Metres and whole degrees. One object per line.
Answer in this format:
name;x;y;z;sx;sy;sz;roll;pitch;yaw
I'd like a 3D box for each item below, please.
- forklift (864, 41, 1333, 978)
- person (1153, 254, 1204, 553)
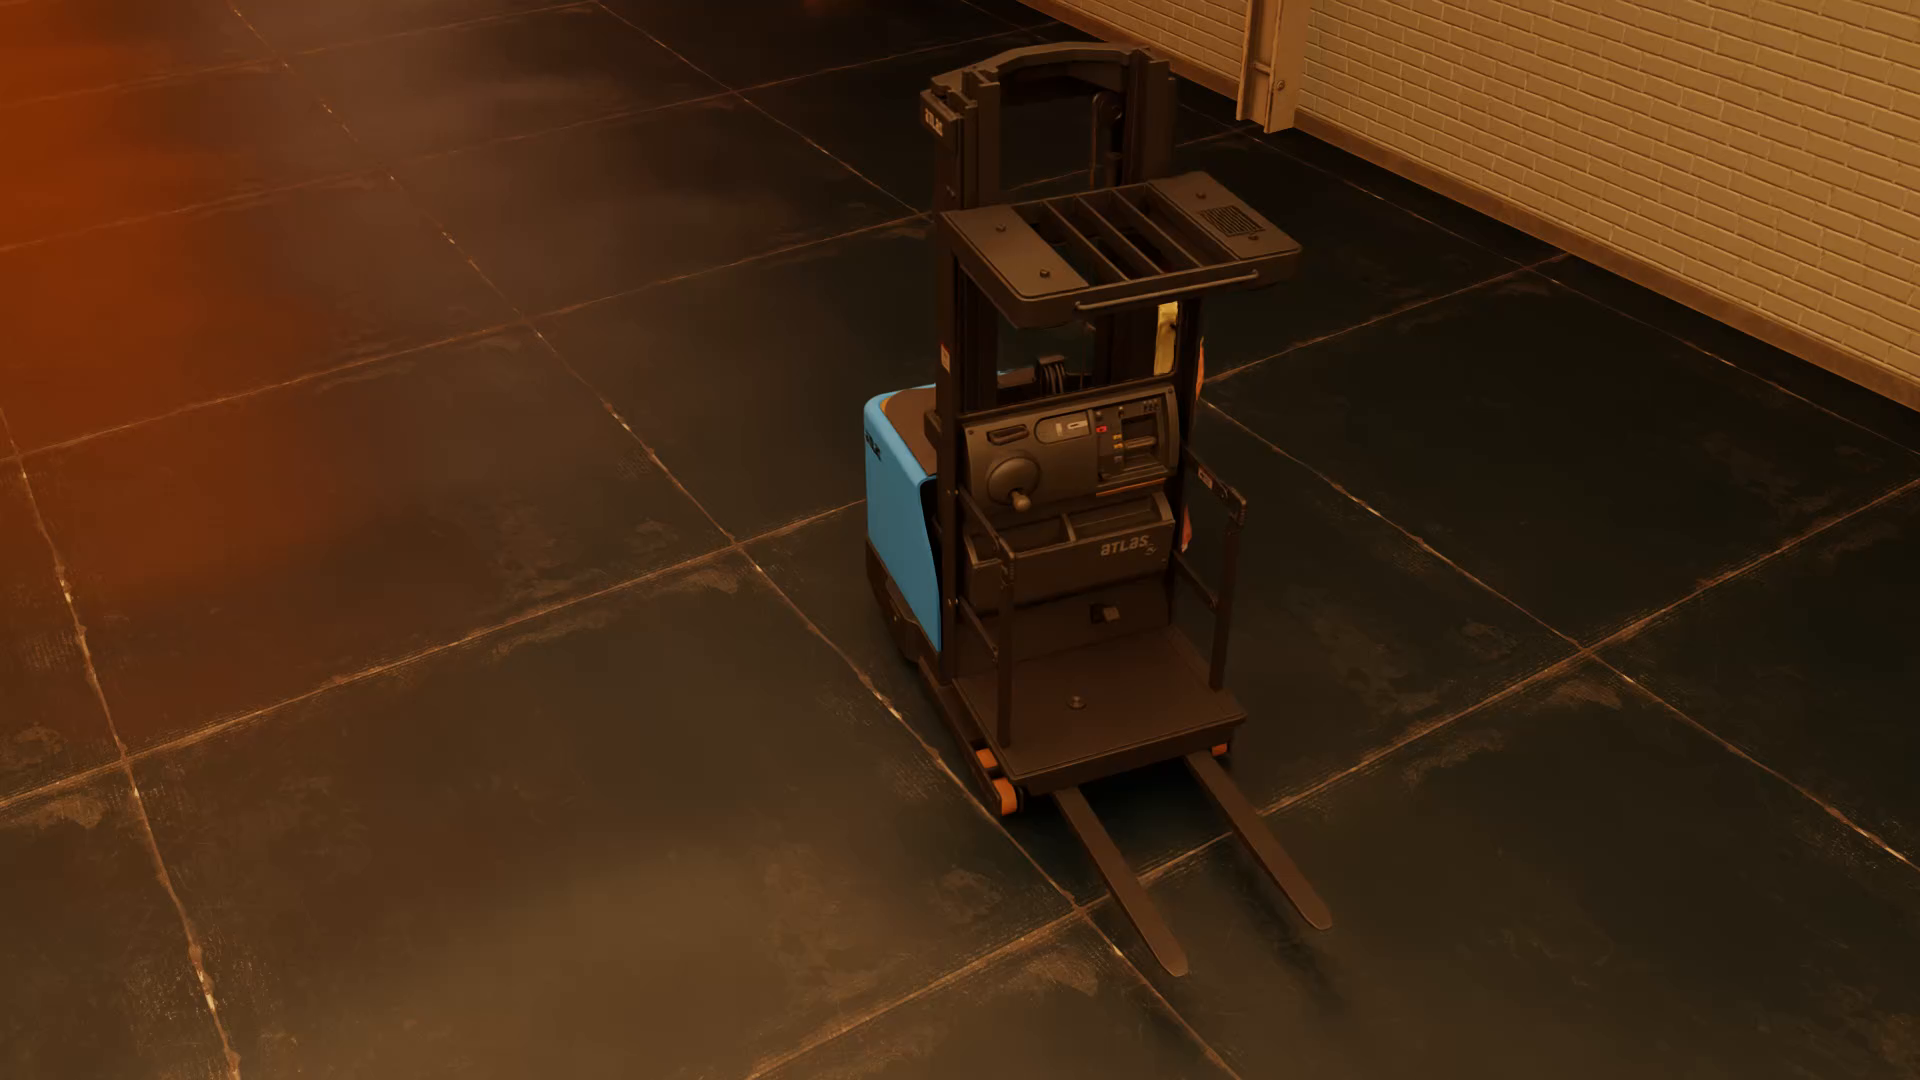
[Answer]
forklift;0.542;-0.306;6.583;1.130;2.935;3.031;-13;37;-17
person;0.943;-0.724;8.294;0.387;1.650;0.704;-25;42;-31
